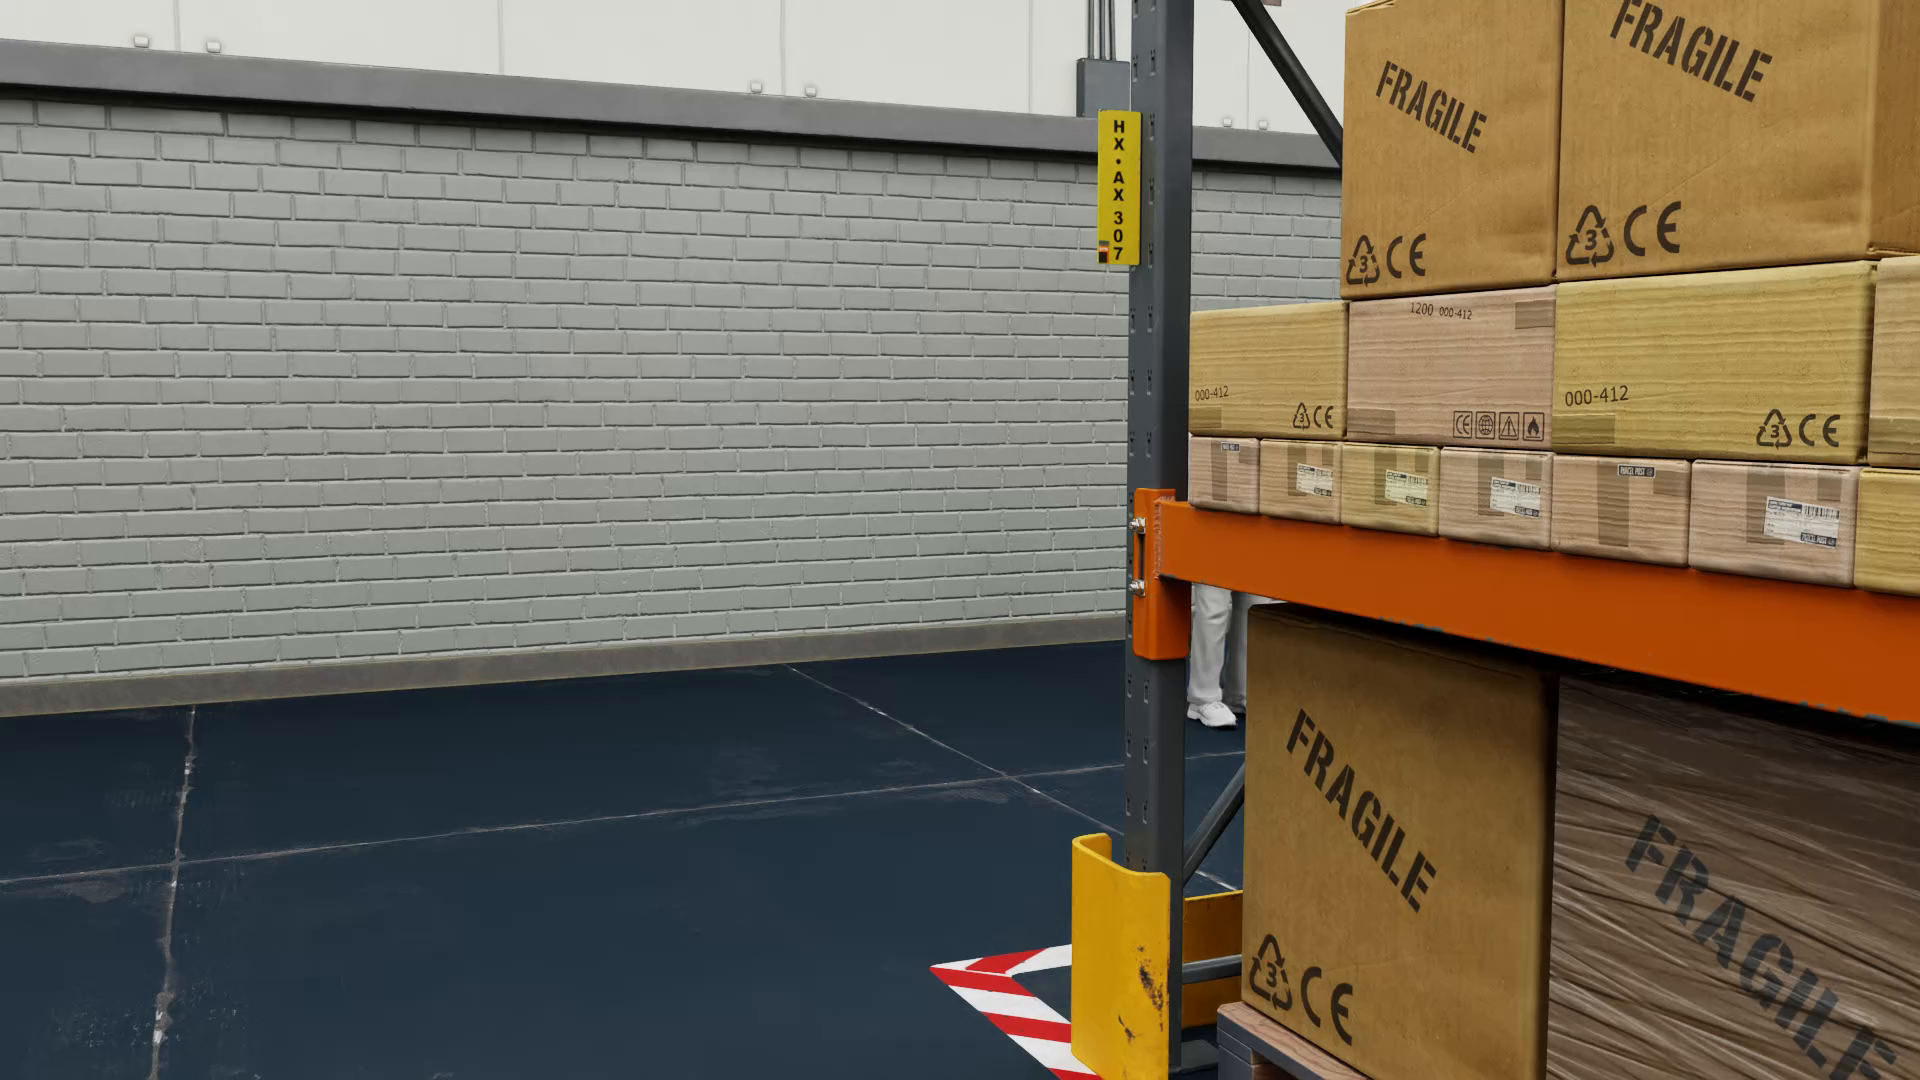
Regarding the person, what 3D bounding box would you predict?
[{"bbox_3d":[1.287,-0.041,7.640,0.528,1.773,0.554,-2,6,-24],"label":"person"}]
